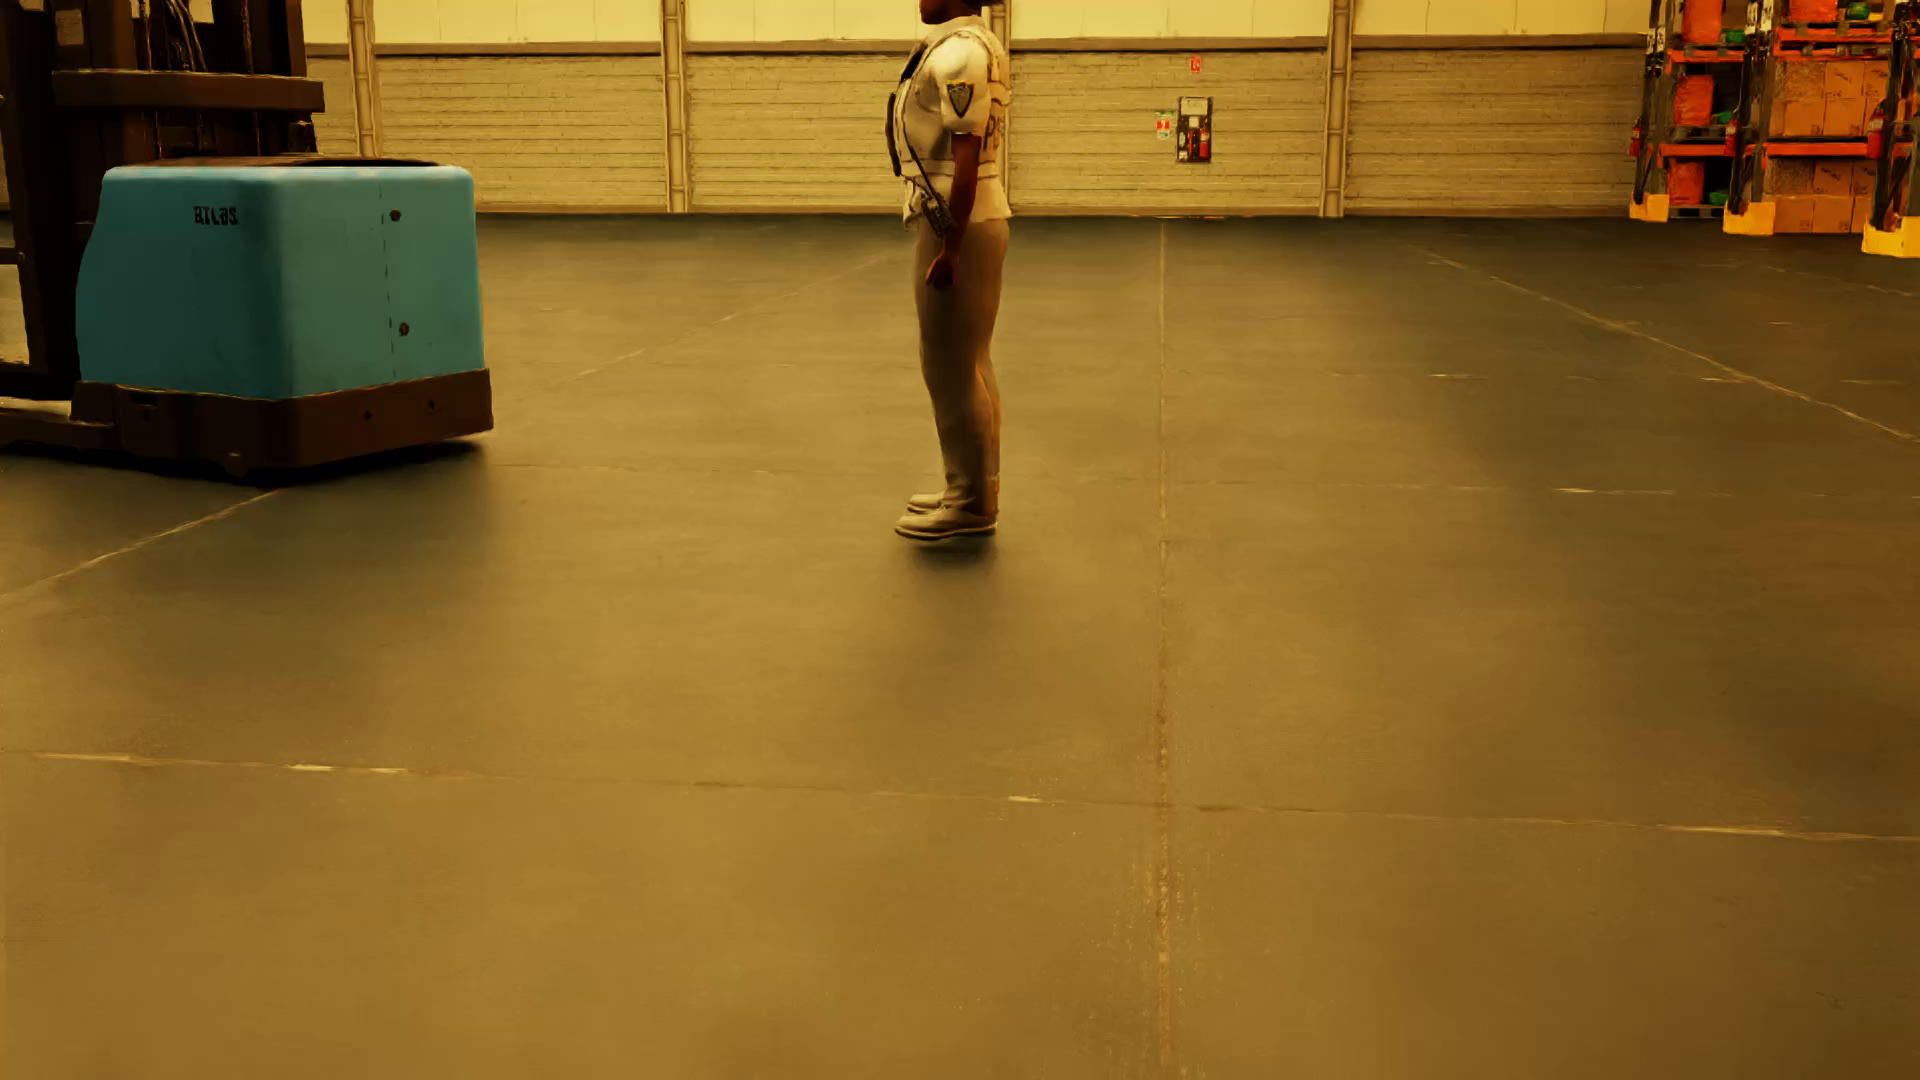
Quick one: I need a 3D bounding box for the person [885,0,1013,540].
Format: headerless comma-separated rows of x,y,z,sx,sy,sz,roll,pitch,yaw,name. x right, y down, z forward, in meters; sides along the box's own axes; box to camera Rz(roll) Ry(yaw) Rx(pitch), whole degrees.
-0.019,-0.862,4.754,0.338,1.692,0.446,2,13,7,person

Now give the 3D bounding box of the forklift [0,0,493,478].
-3.365,-1.861,6.467,3.031,2.935,1.130,7,15,28,forklift
